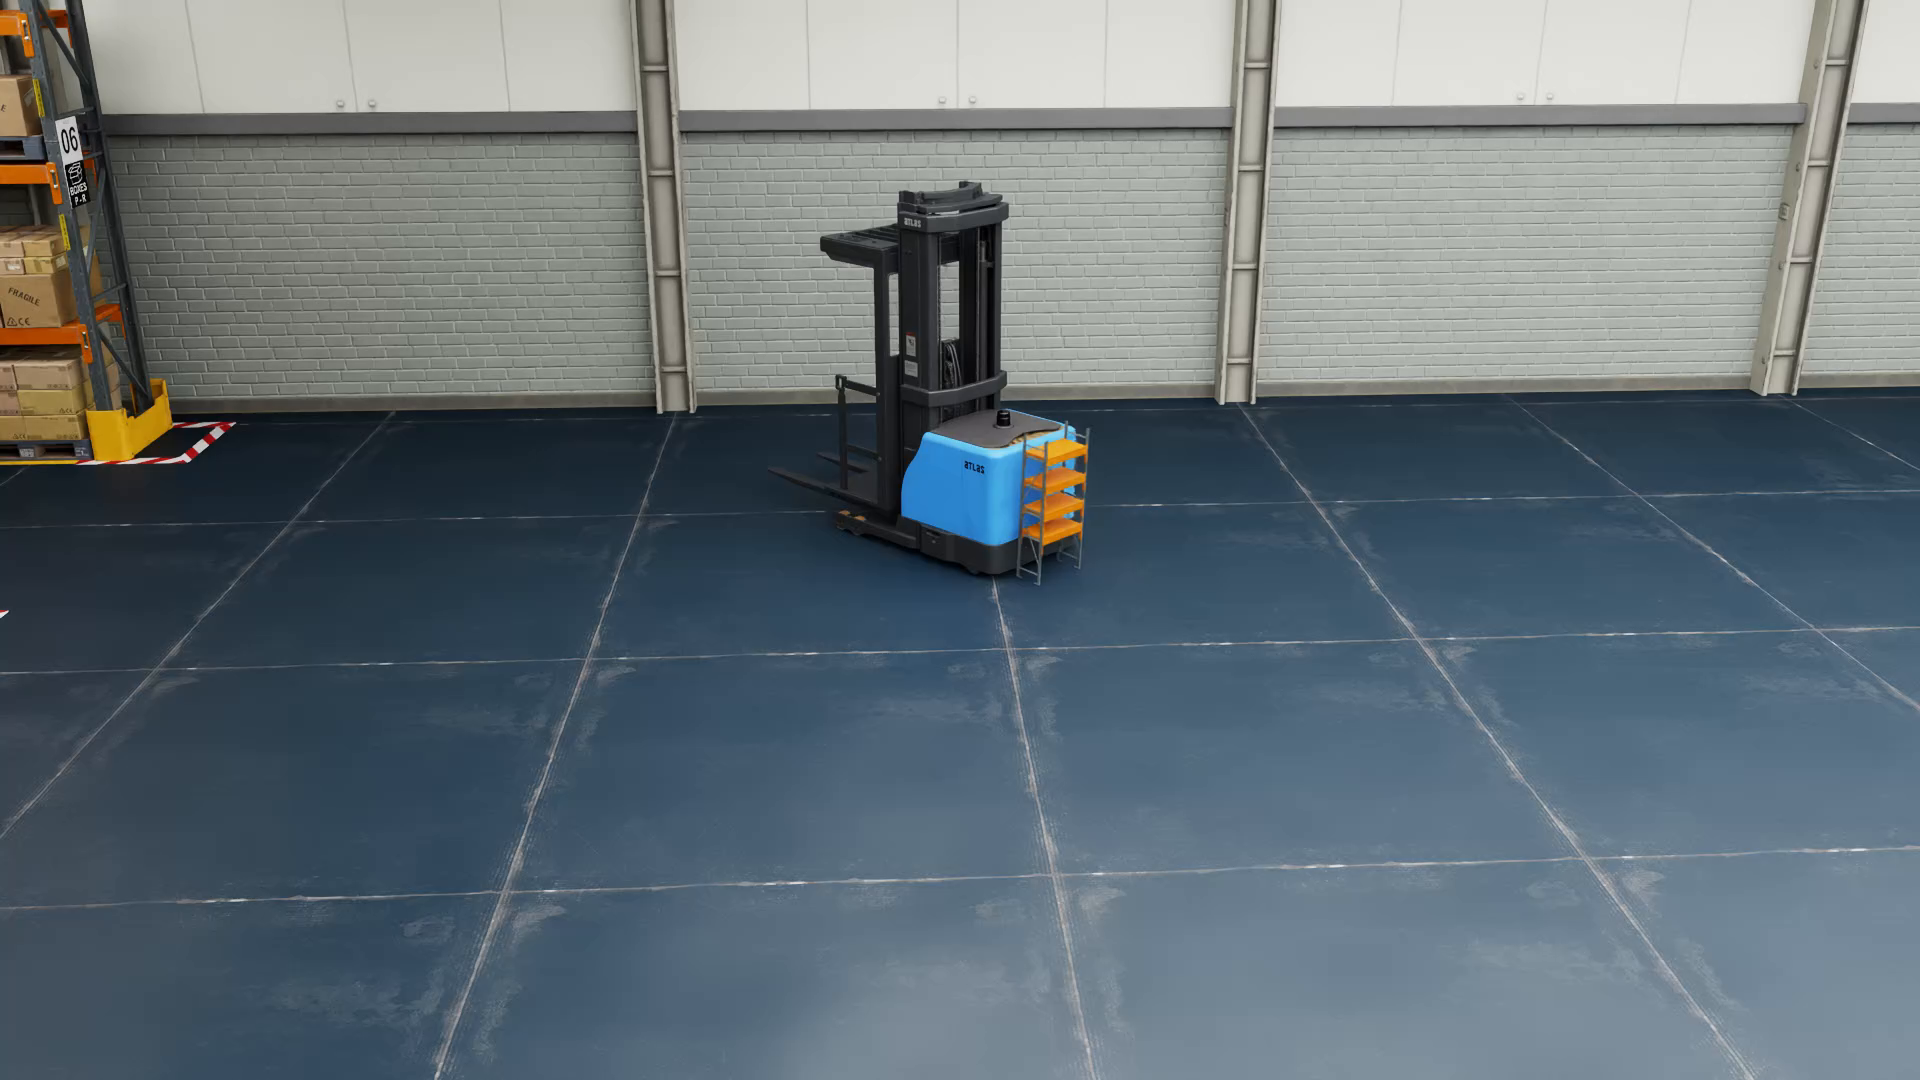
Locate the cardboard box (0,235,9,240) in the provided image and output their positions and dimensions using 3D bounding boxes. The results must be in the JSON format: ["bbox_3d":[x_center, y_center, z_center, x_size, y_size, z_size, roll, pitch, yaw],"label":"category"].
[{"bbox_3d":[-9.106,-2.746,15.578,0.250,0.149,0.380,-1,21,-2],"label":"cardboard box"}]

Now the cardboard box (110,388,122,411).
[{"bbox_3d":[-8.758,-1.341,16.632,0.500,0.250,0.500,-1,21,-3],"label":"cardboard box"}]

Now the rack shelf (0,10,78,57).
[{"bbox_3d":[-10.253,-4.610,15.087,4.000,0.370,1.077,-1,21,-3],"label":"rack shelf"}]

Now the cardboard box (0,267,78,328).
[{"bbox_3d":[-8.732,-2.313,15.772,0.500,0.500,0.500,-2,21,-4],"label":"cardboard box"}]

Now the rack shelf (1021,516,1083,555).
[{"bbox_3d":[0.721,-0.047,13.218,0.258,0.148,0.480,22,30,39],"label":"rack shelf"}]

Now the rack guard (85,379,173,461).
[{"bbox_3d":[-8.232,-1.202,16.508,0.348,0.500,1.175,-1,21,-3],"label":"rack guard"}]

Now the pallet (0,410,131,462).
[{"bbox_3d":[-9.017,-1.036,16.478,1.213,0.211,1.003,-1,21,-3],"label":"pallet"}]

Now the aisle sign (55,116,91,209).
[{"bbox_3d":[-8.174,-3.482,15.328,0.004,0.787,0.394,-1,21,-3],"label":"aisle sign"}]

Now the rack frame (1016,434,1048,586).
[{"bbox_3d":[0.561,-0.229,12.951,0.240,1.200,0.015,22,30,39],"label":"rack frame"}]

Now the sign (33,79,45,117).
[{"bbox_3d":[-8.239,-3.956,14.877,0.005,0.325,0.100,-1,21,-3],"label":"sign"}]

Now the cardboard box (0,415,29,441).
[{"bbox_3d":[-9.204,-1.153,16.139,0.500,0.250,0.500,-1,21,-3],"label":"cardboard box"}]

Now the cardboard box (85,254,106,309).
[{"bbox_3d":[-8.766,-2.505,16.276,0.500,0.500,0.500,0,21,-1],"label":"cardboard box"}]

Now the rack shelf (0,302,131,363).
[{"bbox_3d":[-10.253,-1.993,16.083,4.000,0.370,1.077,-1,21,-3],"label":"rack shelf"}]

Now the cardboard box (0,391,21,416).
[{"bbox_3d":[-9.225,-1.388,16.053,0.500,0.250,0.500,-1,21,-4],"label":"cardboard box"}]

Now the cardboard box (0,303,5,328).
[{"bbox_3d":[-9.251,-2.306,15.753,0.500,0.500,0.500,-1,21,-1],"label":"cardboard box"}]

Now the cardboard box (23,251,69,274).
[{"bbox_3d":[-8.586,-2.613,15.648,0.250,0.149,0.380,-1,21,-2],"label":"cardboard box"}]

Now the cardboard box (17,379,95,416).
[{"bbox_3d":[-8.724,-1.394,16.069,0.500,0.250,0.500,-1,21,-4],"label":"cardboard box"}]

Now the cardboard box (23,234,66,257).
[{"bbox_3d":[-8.602,-2.777,15.660,0.250,0.149,0.380,-1,21,-3],"label":"cardboard box"}]

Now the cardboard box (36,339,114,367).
[{"bbox_3d":[-8.747,-1.806,16.449,0.500,0.250,0.500,-1,21,-4],"label":"cardboard box"}]

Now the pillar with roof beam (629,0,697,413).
[{"bbox_3d":[-2.767,-4.072,12.101,0.400,9.000,9.100,-1,21,-3],"label":"pillar with roof beam"}]

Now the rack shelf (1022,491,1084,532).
[{"bbox_3d":[0.728,-0.230,13.141,0.258,0.148,0.480,22,30,39],"label":"rack shelf"}]

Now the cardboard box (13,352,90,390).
[{"bbox_3d":[-8.698,-1.628,15.983,0.500,0.250,0.500,0,21,-1],"label":"cardboard box"}]

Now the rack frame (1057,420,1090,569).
[{"bbox_3d":[0.900,-0.354,13.279,0.240,1.200,0.015,22,30,39],"label":"rack frame"}]

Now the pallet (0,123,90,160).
[{"bbox_3d":[-8.963,-3.725,15.530,1.213,0.211,1.003,-1,21,-3],"label":"pallet"}]

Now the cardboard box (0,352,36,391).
[{"bbox_3d":[-9.207,-1.616,15.950,0.500,0.250,0.500,-1,21,-2],"label":"cardboard box"}]

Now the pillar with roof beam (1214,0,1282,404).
[{"bbox_3d":[3.224,-4.194,12.421,0.400,9.000,9.100,-1,21,-3],"label":"pillar with roof beam"}]

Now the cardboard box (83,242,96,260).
[{"bbox_3d":[-8.610,-2.805,16.152,0.250,0.149,0.380,-2,21,-4],"label":"cardboard box"}]

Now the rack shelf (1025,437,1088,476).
[{"bbox_3d":[0.744,-0.654,12.963,0.258,0.148,0.480,22,30,39],"label":"rack shelf"}]

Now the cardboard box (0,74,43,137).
[{"bbox_3d":[-8.684,-3.966,15.167,0.500,0.500,0.500,0,21,-1],"label":"cardboard box"}]

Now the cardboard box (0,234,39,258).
[{"bbox_3d":[-8.846,-2.761,15.618,0.250,0.149,0.380,-1,21,-3],"label":"cardboard box"}]

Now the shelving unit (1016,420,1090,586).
[{"bbox_3d":[0.730,-0.292,13.115,0.258,1.200,0.503,22,30,39],"label":"shelving unit"}]

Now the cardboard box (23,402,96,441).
[{"bbox_3d":[-8.707,-1.159,16.156,0.500,0.250,0.500,-1,21,-3],"label":"cardboard box"}]

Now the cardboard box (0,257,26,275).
[{"bbox_3d":[-8.840,-2.598,15.607,0.250,0.149,0.380,-1,21,-2],"label":"cardboard box"}]

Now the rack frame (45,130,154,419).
[{"bbox_3d":[-8.256,-2.370,16.062,0.127,3.000,1.000,-1,21,-3],"label":"rack frame"}]

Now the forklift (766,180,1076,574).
[{"bbox_3d":[-0.453,-1.526,13.941,3.031,2.935,1.130,19,28,41],"label":"forklift"}]

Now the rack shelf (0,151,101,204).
[{"bbox_3d":[-10.253,-3.395,15.549,4.000,0.370,1.077,-1,21,-3],"label":"rack shelf"}]

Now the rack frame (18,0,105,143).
[{"bbox_3d":[-8.256,-5.174,14.994,0.127,3.000,1.000,-1,21,-3],"label":"rack frame"}]

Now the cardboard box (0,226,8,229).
[{"bbox_3d":[-9.377,-2.924,16.048,0.250,0.149,0.380,-1,21,-3],"label":"cardboard box"}]

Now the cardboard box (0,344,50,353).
[{"bbox_3d":[-9.245,-1.795,16.419,0.500,0.250,0.500,-1,21,-3],"label":"cardboard box"}]

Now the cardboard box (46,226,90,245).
[{"bbox_3d":[-8.604,-2.928,16.057,0.250,0.149,0.380,-2,21,-4],"label":"cardboard box"}]

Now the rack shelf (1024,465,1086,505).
[{"bbox_3d":[0.736,-0.436,13.055,0.258,0.148,0.480,22,30,39],"label":"rack shelf"}]

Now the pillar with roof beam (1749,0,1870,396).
[{"bbox_3d":[9.214,-4.316,12.741,0.400,9.000,9.100,-1,21,-3],"label":"pillar with roof beam"}]

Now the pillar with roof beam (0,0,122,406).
[{"bbox_3d":[-8.757,-3.950,11.781,0.400,9.000,9.100,-1,21,-3],"label":"pillar with roof beam"}]

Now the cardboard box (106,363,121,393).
[{"bbox_3d":[-8.737,-1.579,16.556,0.500,0.250,0.500,-1,21,-2],"label":"cardboard box"}]

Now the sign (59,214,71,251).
[{"bbox_3d":[-8.239,-2.829,15.306,0.005,0.325,0.100,-1,21,-3],"label":"sign"}]

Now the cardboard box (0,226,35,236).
[{"bbox_3d":[-9.130,-2.924,16.047,0.250,0.149,0.380,-1,21,-2],"label":"cardboard box"}]

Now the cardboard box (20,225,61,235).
[{"bbox_3d":[-8.873,-2.945,16.101,0.250,0.149,0.380,0,21,-1],"label":"cardboard box"}]
